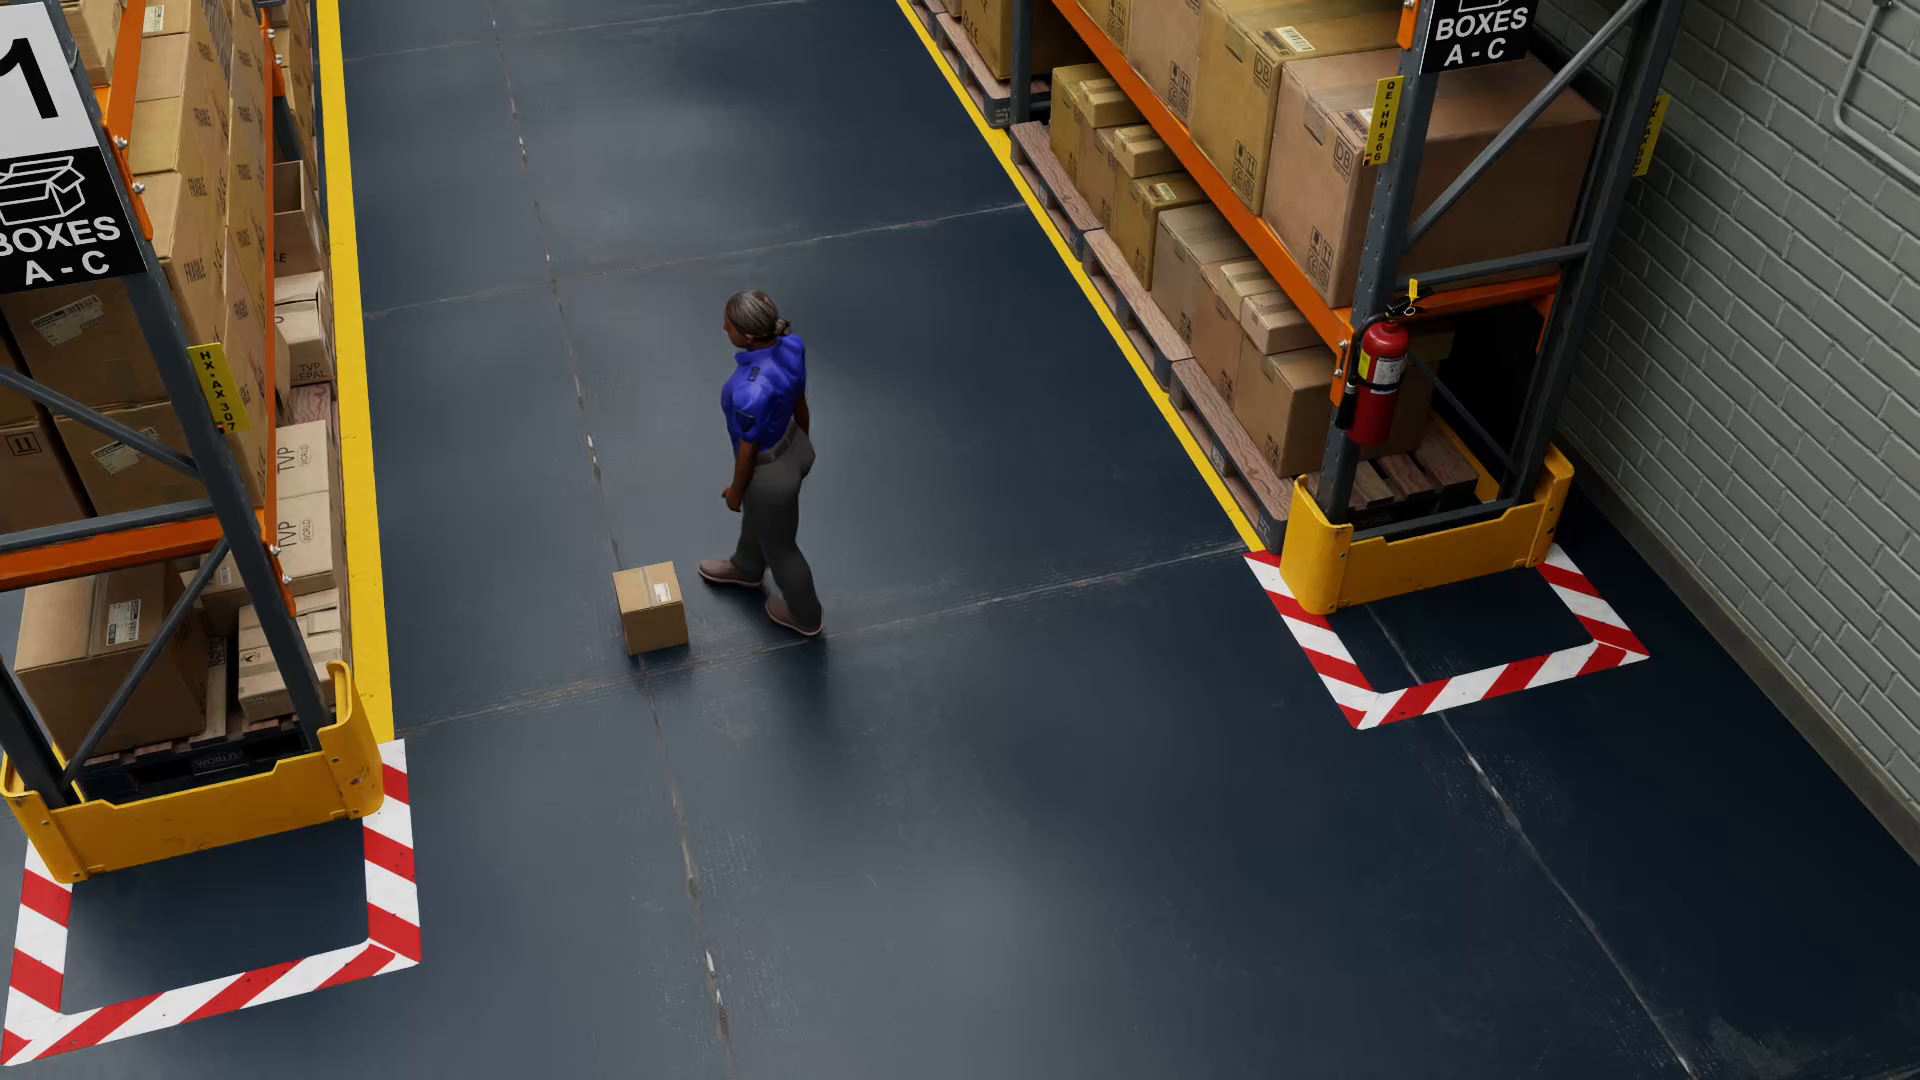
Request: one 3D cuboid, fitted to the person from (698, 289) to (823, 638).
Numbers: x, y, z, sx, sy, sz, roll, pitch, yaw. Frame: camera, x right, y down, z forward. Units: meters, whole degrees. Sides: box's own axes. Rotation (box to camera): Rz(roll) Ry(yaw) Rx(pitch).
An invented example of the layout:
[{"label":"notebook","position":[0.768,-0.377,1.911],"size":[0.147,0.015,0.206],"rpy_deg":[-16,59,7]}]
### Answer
[{"label":"person","position":[-0.865,-0.309,6.489],"size":[0.630,1.649,0.437],"rpy_deg":[12,44,13]}]
